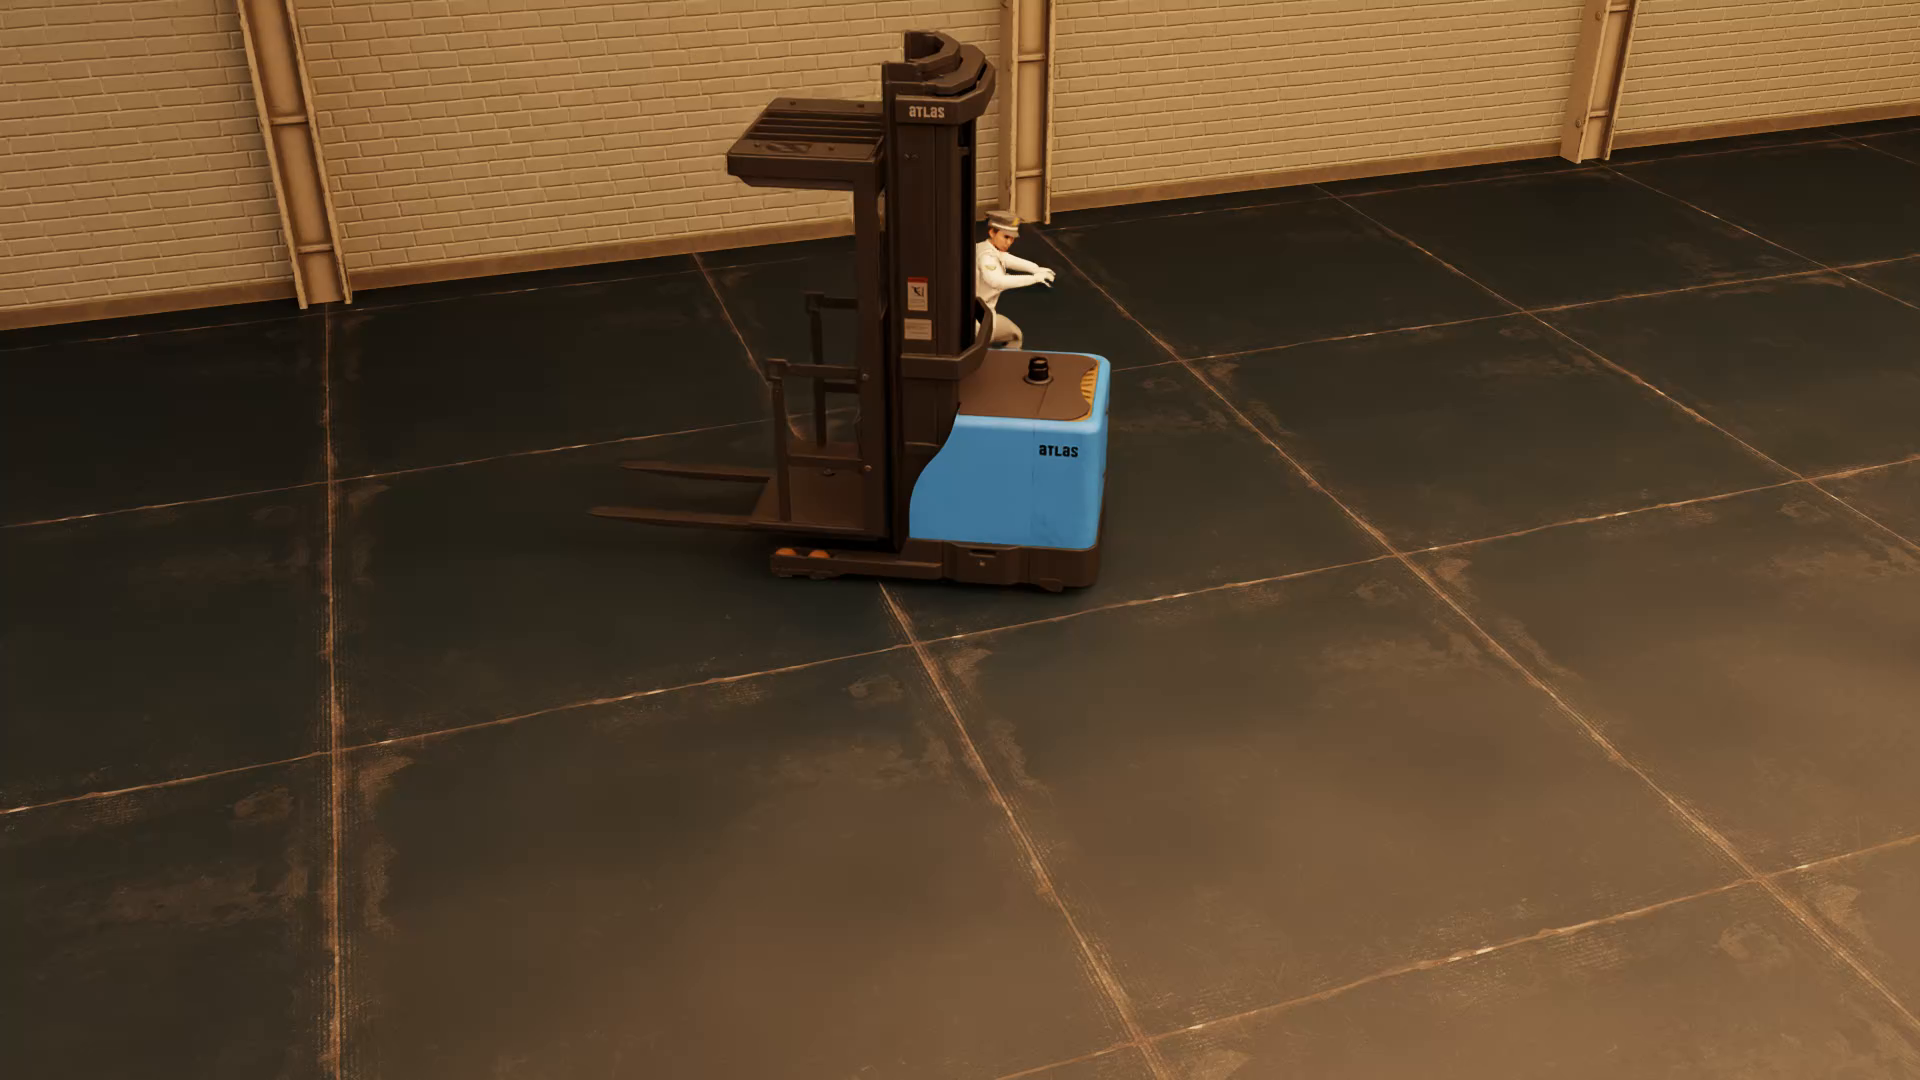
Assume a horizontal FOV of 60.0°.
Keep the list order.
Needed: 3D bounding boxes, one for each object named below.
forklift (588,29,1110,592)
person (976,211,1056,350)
[{"bbox_3d":[-0.665,-1.297,9.341,3.031,2.935,1.130,4,30,7],"label":"forklift"},{"bbox_3d":[0.376,-1.531,11.298,1.047,1.422,0.760,-22,37,-33],"label":"person"}]
